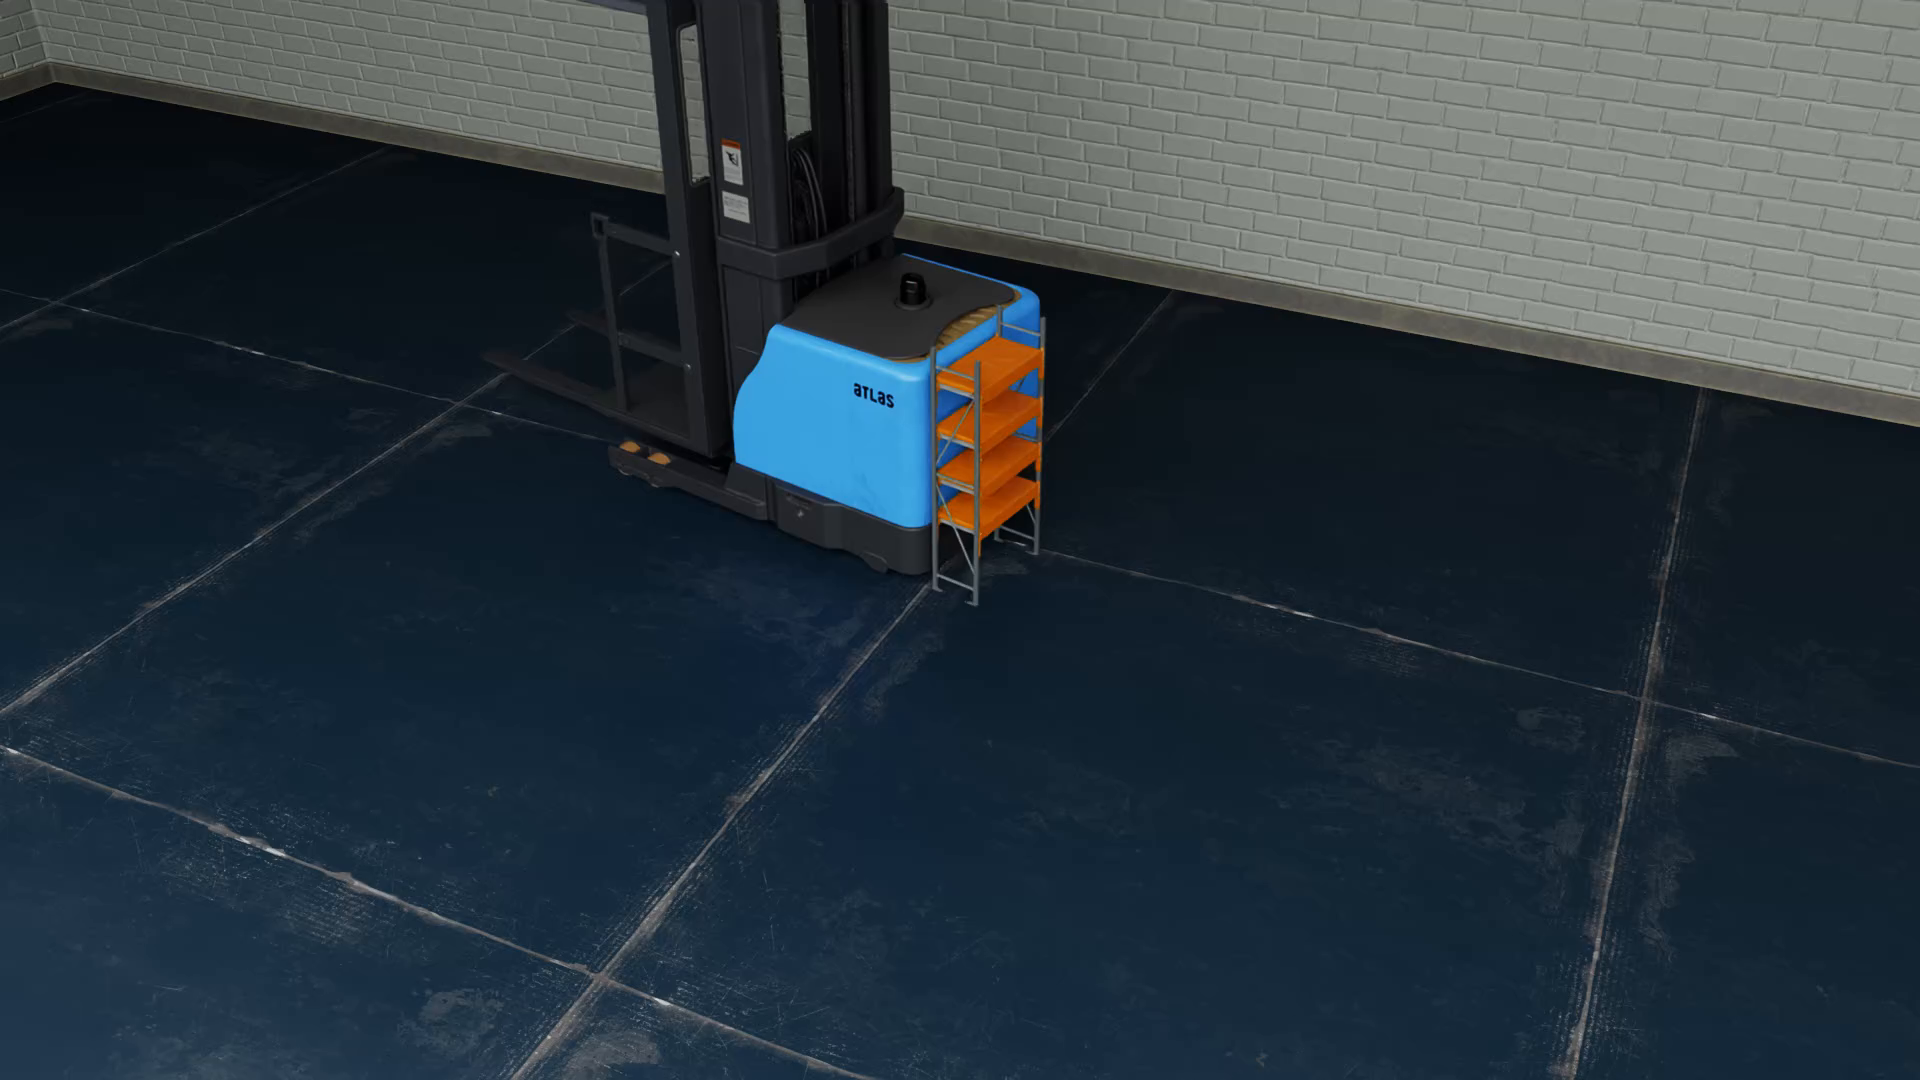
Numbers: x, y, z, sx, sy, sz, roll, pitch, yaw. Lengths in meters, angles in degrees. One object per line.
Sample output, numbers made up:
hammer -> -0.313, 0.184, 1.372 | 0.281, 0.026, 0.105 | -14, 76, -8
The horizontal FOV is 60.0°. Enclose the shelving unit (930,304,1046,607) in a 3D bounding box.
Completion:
shelving unit -> 0.121, -0.357, 7.201 | 0.258, 1.200, 0.503 | 21, 39, 29

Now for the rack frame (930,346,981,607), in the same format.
rack frame -> -0.019, -0.248, 7.033 | 0.240, 1.200, 0.015 | 21, 39, 29

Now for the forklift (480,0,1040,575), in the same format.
forklift -> -1.122, -1.698, 7.667 | 3.031, 2.935, 1.130 | 21, 39, 29

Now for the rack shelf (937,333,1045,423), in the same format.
rack shelf -> 0.121, -0.686, 6.985 | 0.258, 0.148, 0.480 | 21, 39, 29

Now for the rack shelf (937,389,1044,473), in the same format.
rack shelf -> 0.121, -0.488, 7.115 | 0.258, 0.148, 0.480 | 21, 39, 29

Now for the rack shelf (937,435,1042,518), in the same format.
rack shelf -> 0.121, -0.301, 7.237 | 0.258, 0.148, 0.480 | 21, 39, 29

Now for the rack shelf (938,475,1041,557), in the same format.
rack shelf -> 0.121, -0.135, 7.346 | 0.258, 0.148, 0.480 | 21, 39, 29

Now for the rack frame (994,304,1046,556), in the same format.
rack frame -> 0.260, -0.467, 7.368 | 0.240, 1.200, 0.015 | 21, 39, 29
